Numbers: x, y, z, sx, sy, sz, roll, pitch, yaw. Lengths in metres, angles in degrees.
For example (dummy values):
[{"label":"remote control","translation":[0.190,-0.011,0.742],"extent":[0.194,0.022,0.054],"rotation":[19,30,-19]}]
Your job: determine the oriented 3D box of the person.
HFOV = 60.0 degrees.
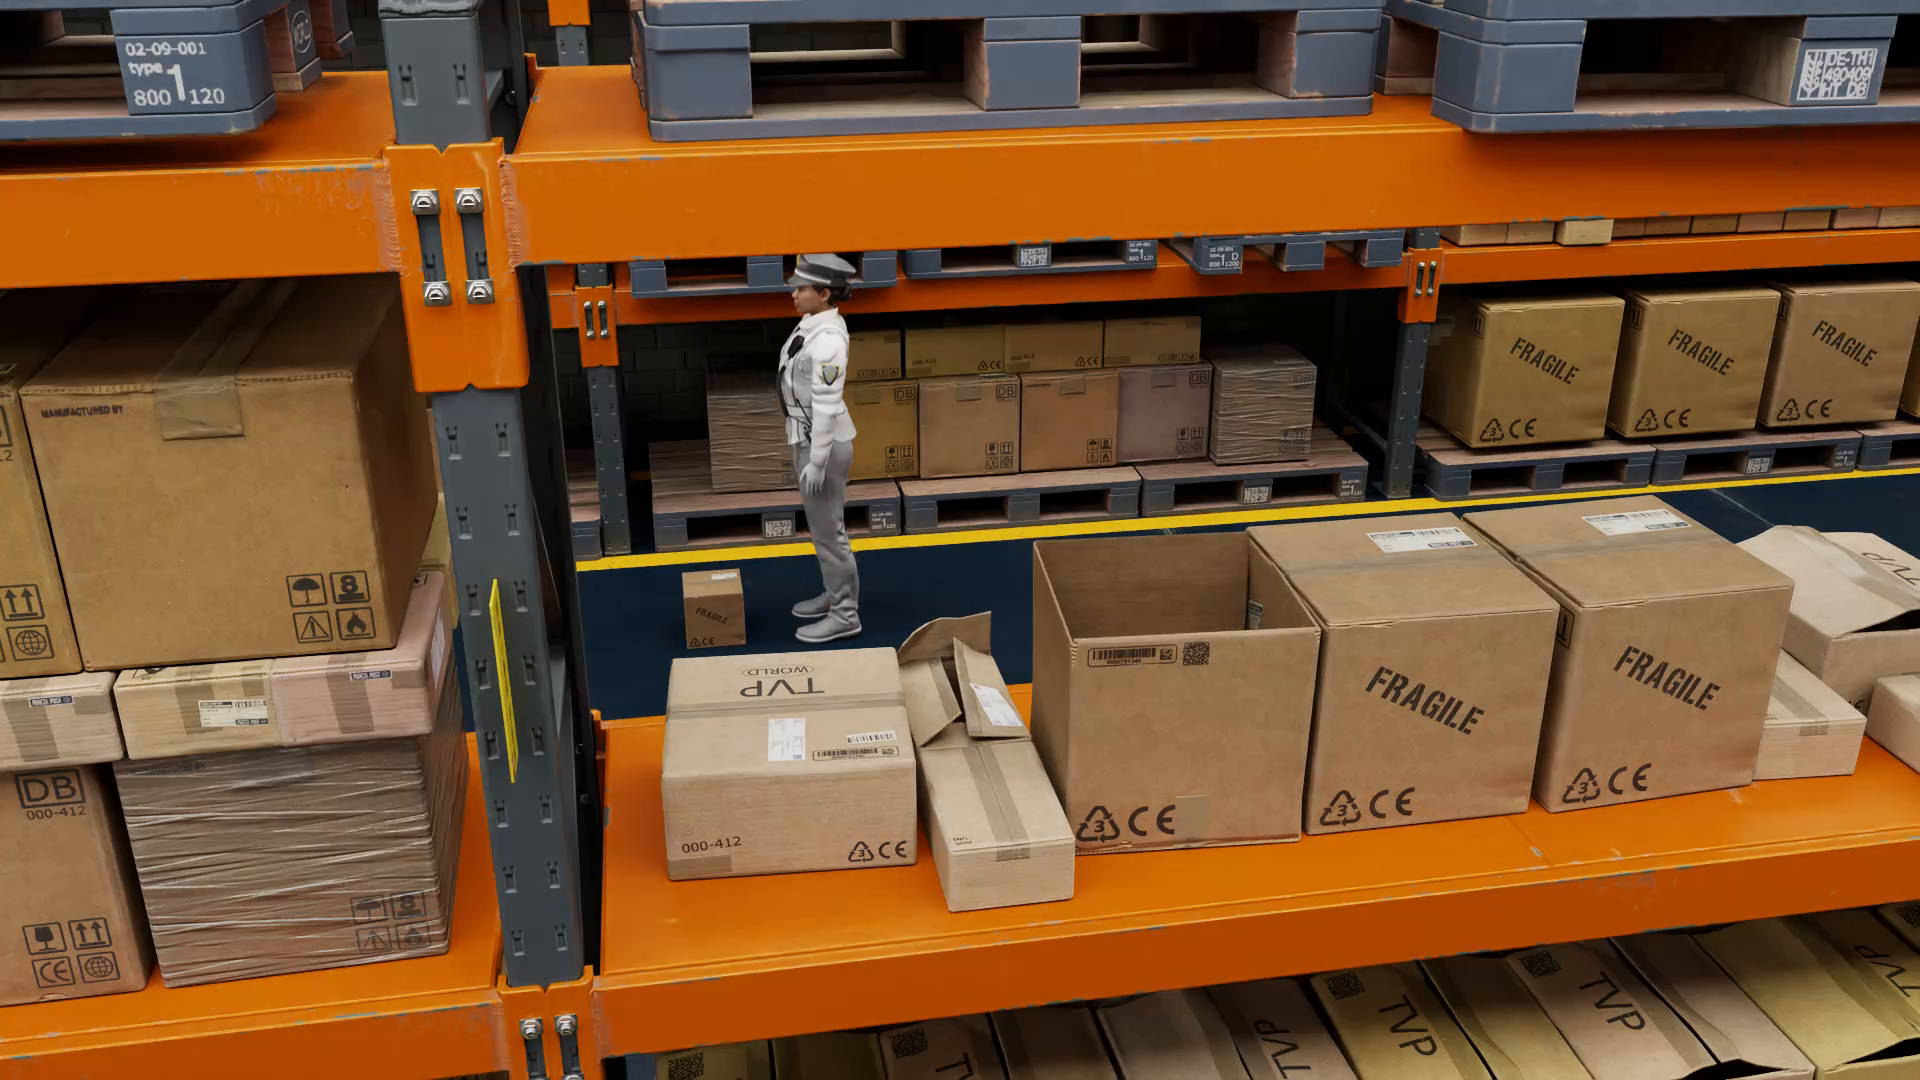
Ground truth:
[{"label":"person","translation":[-0.592,-0.389,6.975],"extent":[0.344,1.689,0.465],"rotation":[-4,24,-8]}]
